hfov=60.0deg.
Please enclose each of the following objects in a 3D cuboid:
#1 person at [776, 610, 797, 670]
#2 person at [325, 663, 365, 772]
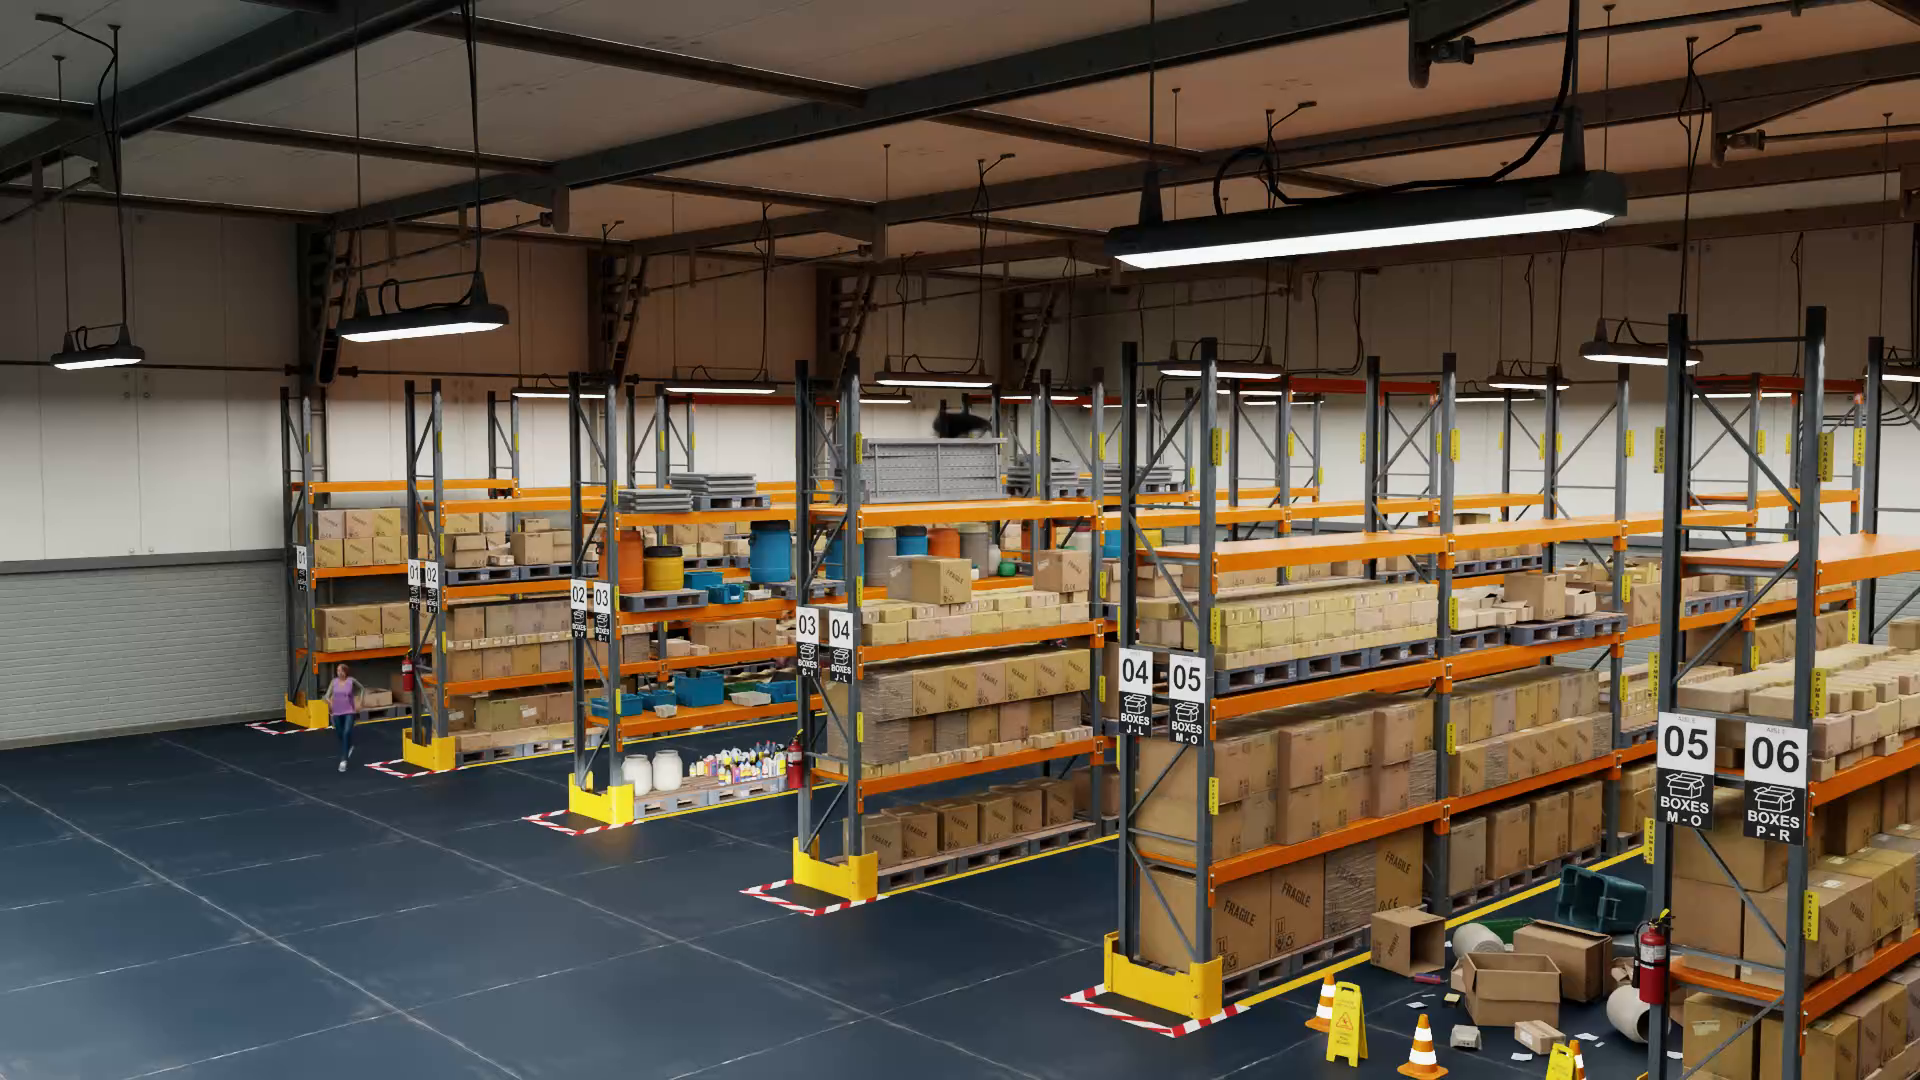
[{"bbox_3d":[-3.479,2.188,33.904,0.600,1.647,0.605,3,5,41],"label":"person"},{"bbox_3d":[-9.542,2.711,25.791,0.559,1.619,0.852,0,4,-5],"label":"person"}]
